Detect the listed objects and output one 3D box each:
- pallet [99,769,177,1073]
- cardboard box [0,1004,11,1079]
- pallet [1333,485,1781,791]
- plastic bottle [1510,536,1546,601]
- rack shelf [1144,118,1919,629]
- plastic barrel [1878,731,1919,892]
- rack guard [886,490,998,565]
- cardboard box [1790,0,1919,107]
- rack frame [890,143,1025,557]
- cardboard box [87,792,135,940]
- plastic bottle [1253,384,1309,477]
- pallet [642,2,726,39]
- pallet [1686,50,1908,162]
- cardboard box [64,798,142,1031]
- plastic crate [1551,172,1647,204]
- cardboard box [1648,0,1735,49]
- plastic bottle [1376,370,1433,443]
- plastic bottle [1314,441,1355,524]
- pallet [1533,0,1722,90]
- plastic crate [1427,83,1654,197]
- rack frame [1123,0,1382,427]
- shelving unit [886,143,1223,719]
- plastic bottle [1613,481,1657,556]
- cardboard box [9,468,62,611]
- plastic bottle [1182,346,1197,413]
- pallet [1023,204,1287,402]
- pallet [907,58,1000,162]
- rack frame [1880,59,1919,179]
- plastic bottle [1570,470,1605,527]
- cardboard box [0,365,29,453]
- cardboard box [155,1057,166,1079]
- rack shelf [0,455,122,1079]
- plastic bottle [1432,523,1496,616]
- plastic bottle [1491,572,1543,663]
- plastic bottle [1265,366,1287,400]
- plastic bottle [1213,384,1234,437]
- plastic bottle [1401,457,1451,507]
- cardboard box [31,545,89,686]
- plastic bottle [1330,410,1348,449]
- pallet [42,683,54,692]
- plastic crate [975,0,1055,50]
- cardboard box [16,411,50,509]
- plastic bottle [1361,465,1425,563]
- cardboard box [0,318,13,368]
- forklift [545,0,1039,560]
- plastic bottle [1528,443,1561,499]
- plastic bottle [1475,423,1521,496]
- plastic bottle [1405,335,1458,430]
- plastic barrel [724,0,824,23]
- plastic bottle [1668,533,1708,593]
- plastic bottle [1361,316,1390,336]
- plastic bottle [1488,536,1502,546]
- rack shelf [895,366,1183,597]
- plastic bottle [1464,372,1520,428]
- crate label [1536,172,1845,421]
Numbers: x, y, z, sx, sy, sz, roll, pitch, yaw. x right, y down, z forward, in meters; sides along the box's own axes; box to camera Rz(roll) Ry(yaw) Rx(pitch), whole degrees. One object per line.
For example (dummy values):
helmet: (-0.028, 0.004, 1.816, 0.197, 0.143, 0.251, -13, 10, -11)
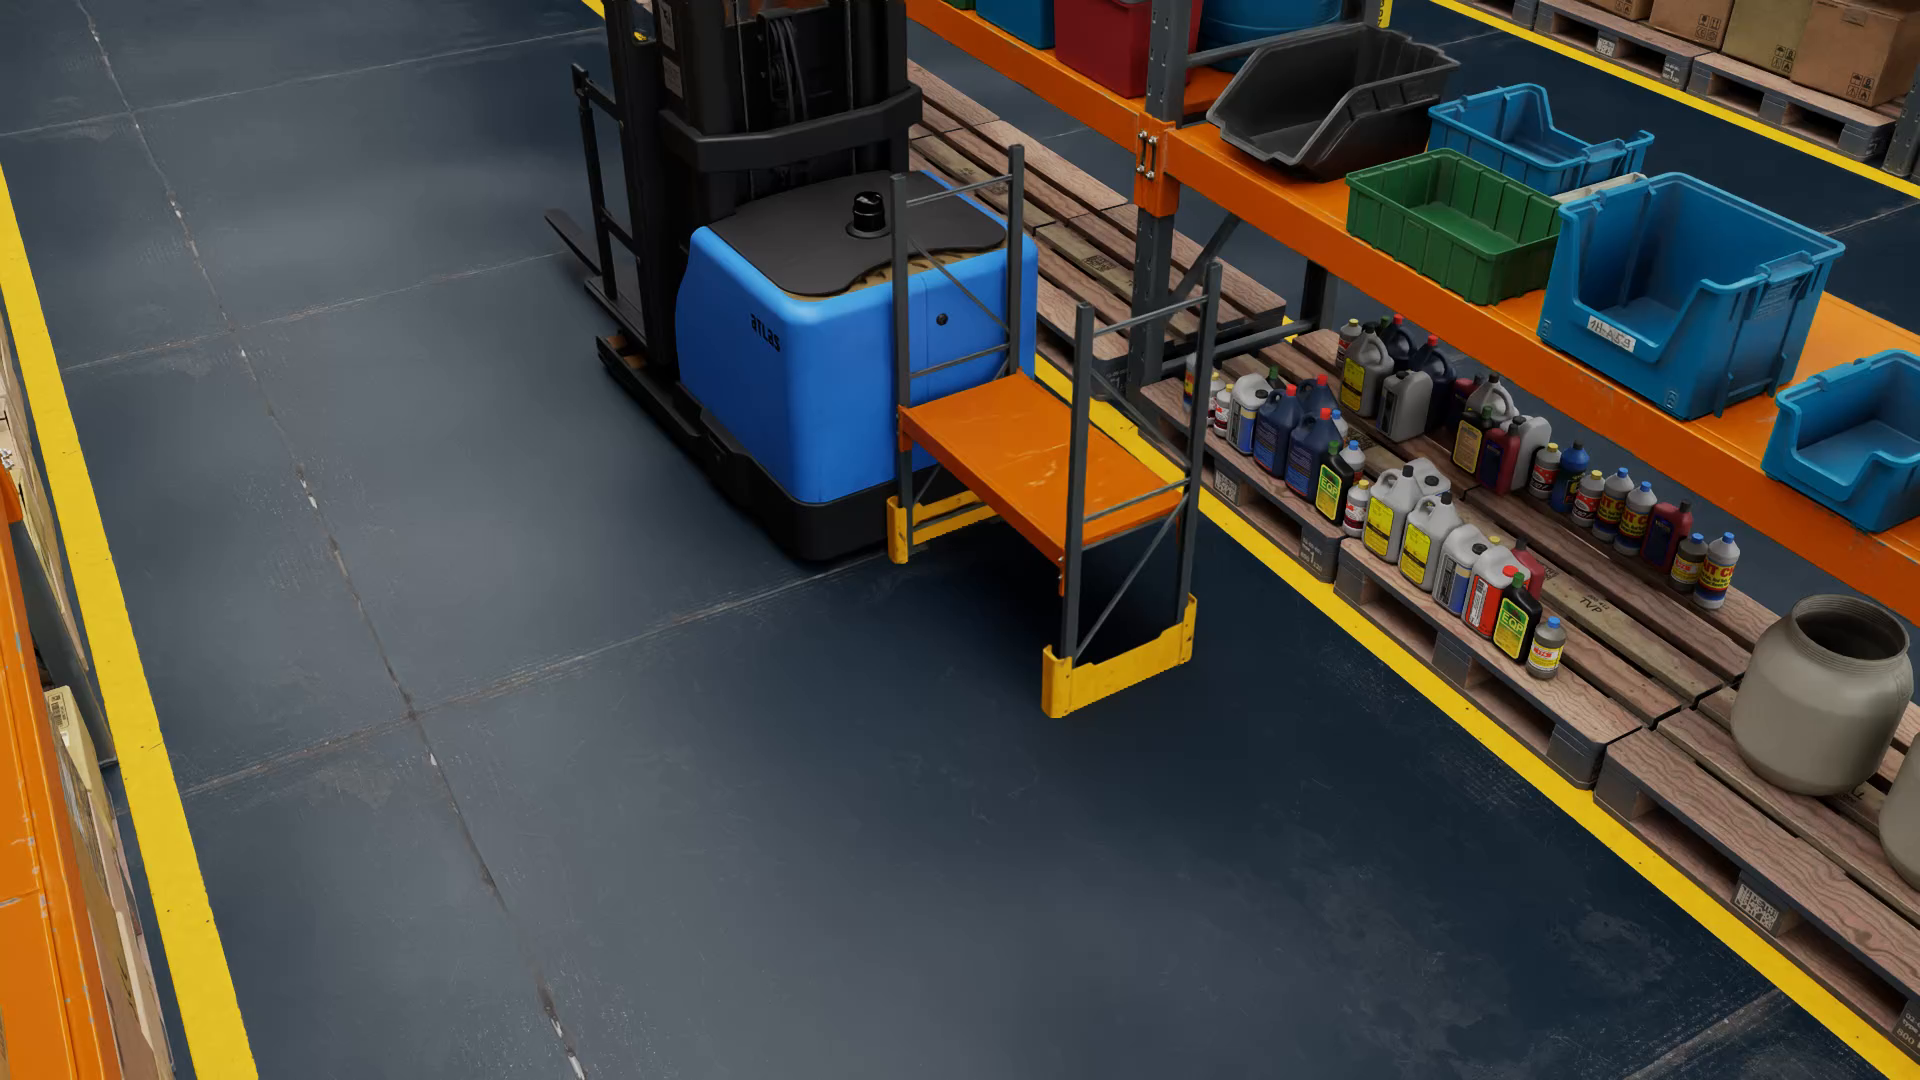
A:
pallet: (-2.773, 1.156, 4.488, 1.003, 0.211, 1.213, -19, 40, -24)
cardboard box: (-1.863, 0.848, 2.461, 0.700, 0.500, 0.500, -19, 40, -24)
pallet: (2.067, 0.250, 5.729, 1.003, 0.211, 1.213, -19, 40, -24)
plastic bottle: (1.845, 0.130, 5.459, 0.061, 0.283, 0.133, -19, 40, -24)
rack shelf: (2.153, -0.544, 5.061, 1.077, 0.370, 4.000, -19, 40, -24)
plastic barrel: (2.761, 0.708, 4.491, 0.421, 0.512, 0.421, 0, 36, 0)
rack guard: (-0.005, -0.118, 6.200, 0.587, 0.250, 0.087, -21, 41, -26)
cardboard box: (5.141, -2.809, 9.300, 0.700, 0.500, 0.500, -22, 42, -27)
rack frame: (-0.005, -0.623, 5.832, 0.500, 1.500, 0.032, -21, 41, -26)
cardboard box: (-2.472, 0.982, 4.337, 0.500, 0.250, 0.500, -19, 40, -24)
plastic bottle: (1.195, -0.427, 6.165, 0.144, 0.351, 0.185, -18, 40, -23)
pallet: (-1.294, -3.158, 10.394, 1.003, 0.211, 1.213, -19, 40, -24)
pallet: (5.038, -2.592, 9.620, 1.003, 0.211, 1.213, -19, 40, -24)
cardboard box: (-2.219, 0.934, 3.768, 0.500, 0.500, 0.500, -19, 40, -24)
plastic crate: (2.183, -0.995, 5.292, 0.530, 0.136, 0.437, -19, 40, -24)
cardboard box: (4.636, -3.343, 10.031, 0.700, 0.500, 0.500, -23, 42, -28)
plastic bottle: (1.702, -0.534, 6.374, 0.152, 0.276, 0.135, -19, 40, -24)
plastic bottle: (1.337, -0.207, 5.921, 0.061, 0.283, 0.133, -17, 39, -22)
pallet: (4.421, -3.215, 10.473, 1.003, 0.211, 1.213, -19, 40, -24)
plastic crate: (1.939, -1.310, 5.627, 0.499, 0.251, 0.616, -19, 40, -24)
rack frame: (1.148, -1.854, 6.245, 1.000, 3.000, 0.127, -19, 40, -24)
shelving unit: (0.263, -0.375, 5.492, 0.587, 1.500, 1.083, -21, 41, -26)
plastic bottle: (2.344, -0.082, 5.759, 0.097, 0.271, 0.097, 0, 36, 0)
cardboard box: (-3.129, 0.042, 5.150, 0.500, 0.311, 0.500, -19, 40, -24)
plastic bottle: (0.929, -0.637, 6.520, 0.097, 0.271, 0.097, 0, 36, 0)
pallet: (0.720, -1.117, 7.600, 1.003, 0.211, 1.213, -19, 40, -24)
pallet: (-0.506, -2.361, 9.304, 1.003, 0.211, 1.213, -19, 40, -24)
rack frame: (5.431, -3.322, 8.255, 1.000, 3.000, 0.127, -19, 40, -24)
plastic bottle: (2.244, -0.155, 5.919, 0.097, 0.201, 0.097, 0, 36, 0)
cardboard box: (-3.637, -0.479, 5.862, 0.500, 0.311, 0.500, -20, 41, -25)
cardboard box: (-1.956, 1.488, 3.645, 0.500, 0.250, 0.500, -19, 40, -24)
rack shelf: (-2.132, 0.922, 3.054, 1.077, 0.370, 4.000, -19, 40, -24)
plastic bottle: (1.683, 0.094, 5.514, 0.152, 0.276, 0.135, -20, 41, -25)
plastic bottle: (1.782, 0.244, 5.302, 0.061, 0.283, 0.133, -18, 40, -23)
plastic bottle: (1.207, -0.517, 6.345, 0.061, 0.283, 0.133, -19, 40, -24)
plastic bottle: (1.031, -0.506, 6.398, 0.097, 0.201, 0.097, 0, 36, 0)
plastic bottle: (1.619, -0.141, 5.836, 0.152, 0.276, 0.135, -19, 40, -24)
cardboard box: (-3.125, 0.274, 5.307, 0.500, 0.250, 0.500, -20, 41, -25)
plastic bottle: (1.372, -0.357, 6.136, 0.097, 0.271, 0.097, 0, 36, 0)
pallet: (-3.540, 0.374, 5.559, 1.003, 0.211, 1.213, -19, 40, -24)
plastic crate: (0.325, -2.318, 6.894, 0.392, 0.384, 0.575, -19, 40, -24)
cardboard box: (-3.643, -0.251, 6.025, 0.500, 0.250, 0.500, -20, 41, -25)
plastic bottle: (1.503, -0.114, 5.736, 0.144, 0.351, 0.185, -19, 40, -24)
cardboard box: (-4.159, -0.772, 6.739, 0.500, 0.250, 0.500, -18, 40, -23)
forklift: (-0.918, -1.948, 6.432, 1.130, 2.935, 3.031, -21, 41, -26)
plastic bottle: (2.141, -0.260, 6.062, 0.097, 0.201, 0.097, 0, 36, 0)
plastic bottle: (1.966, -0.313, 6.066, 0.061, 0.283, 0.133, -19, 40, -24)
plastic bottle: (1.817, -0.621, 6.430, 0.144, 0.351, 0.185, -21, 41, -26)
plastic barrel: (-1.122, -3.432, 9.889, 0.600, 0.830, 0.708, -19, 40, -24)
plastic bottle: (2.464, 0.068, 5.613, 0.097, 0.201, 0.097, 0, 36, 0)
plastic bottle: (1.675, -0.787, 6.715, 0.061, 0.283, 0.133, -17, 39, -22)
plastic bottle: (1.782, 0.078, 5.600, 0.097, 0.201, 0.097, 0, 36, 0)
rack shelf: (0.267, -0.225, 5.592, 0.538, 0.185, 1.000, -21, 41, -26)
plastic bottle: (1.980, -0.456, 6.205, 0.144, 0.351, 0.185, -19, 40, -24)
crate label: (1.999, -0.687, 4.617, 0.502, 0.435, 0.616, -19, 40, -24)
